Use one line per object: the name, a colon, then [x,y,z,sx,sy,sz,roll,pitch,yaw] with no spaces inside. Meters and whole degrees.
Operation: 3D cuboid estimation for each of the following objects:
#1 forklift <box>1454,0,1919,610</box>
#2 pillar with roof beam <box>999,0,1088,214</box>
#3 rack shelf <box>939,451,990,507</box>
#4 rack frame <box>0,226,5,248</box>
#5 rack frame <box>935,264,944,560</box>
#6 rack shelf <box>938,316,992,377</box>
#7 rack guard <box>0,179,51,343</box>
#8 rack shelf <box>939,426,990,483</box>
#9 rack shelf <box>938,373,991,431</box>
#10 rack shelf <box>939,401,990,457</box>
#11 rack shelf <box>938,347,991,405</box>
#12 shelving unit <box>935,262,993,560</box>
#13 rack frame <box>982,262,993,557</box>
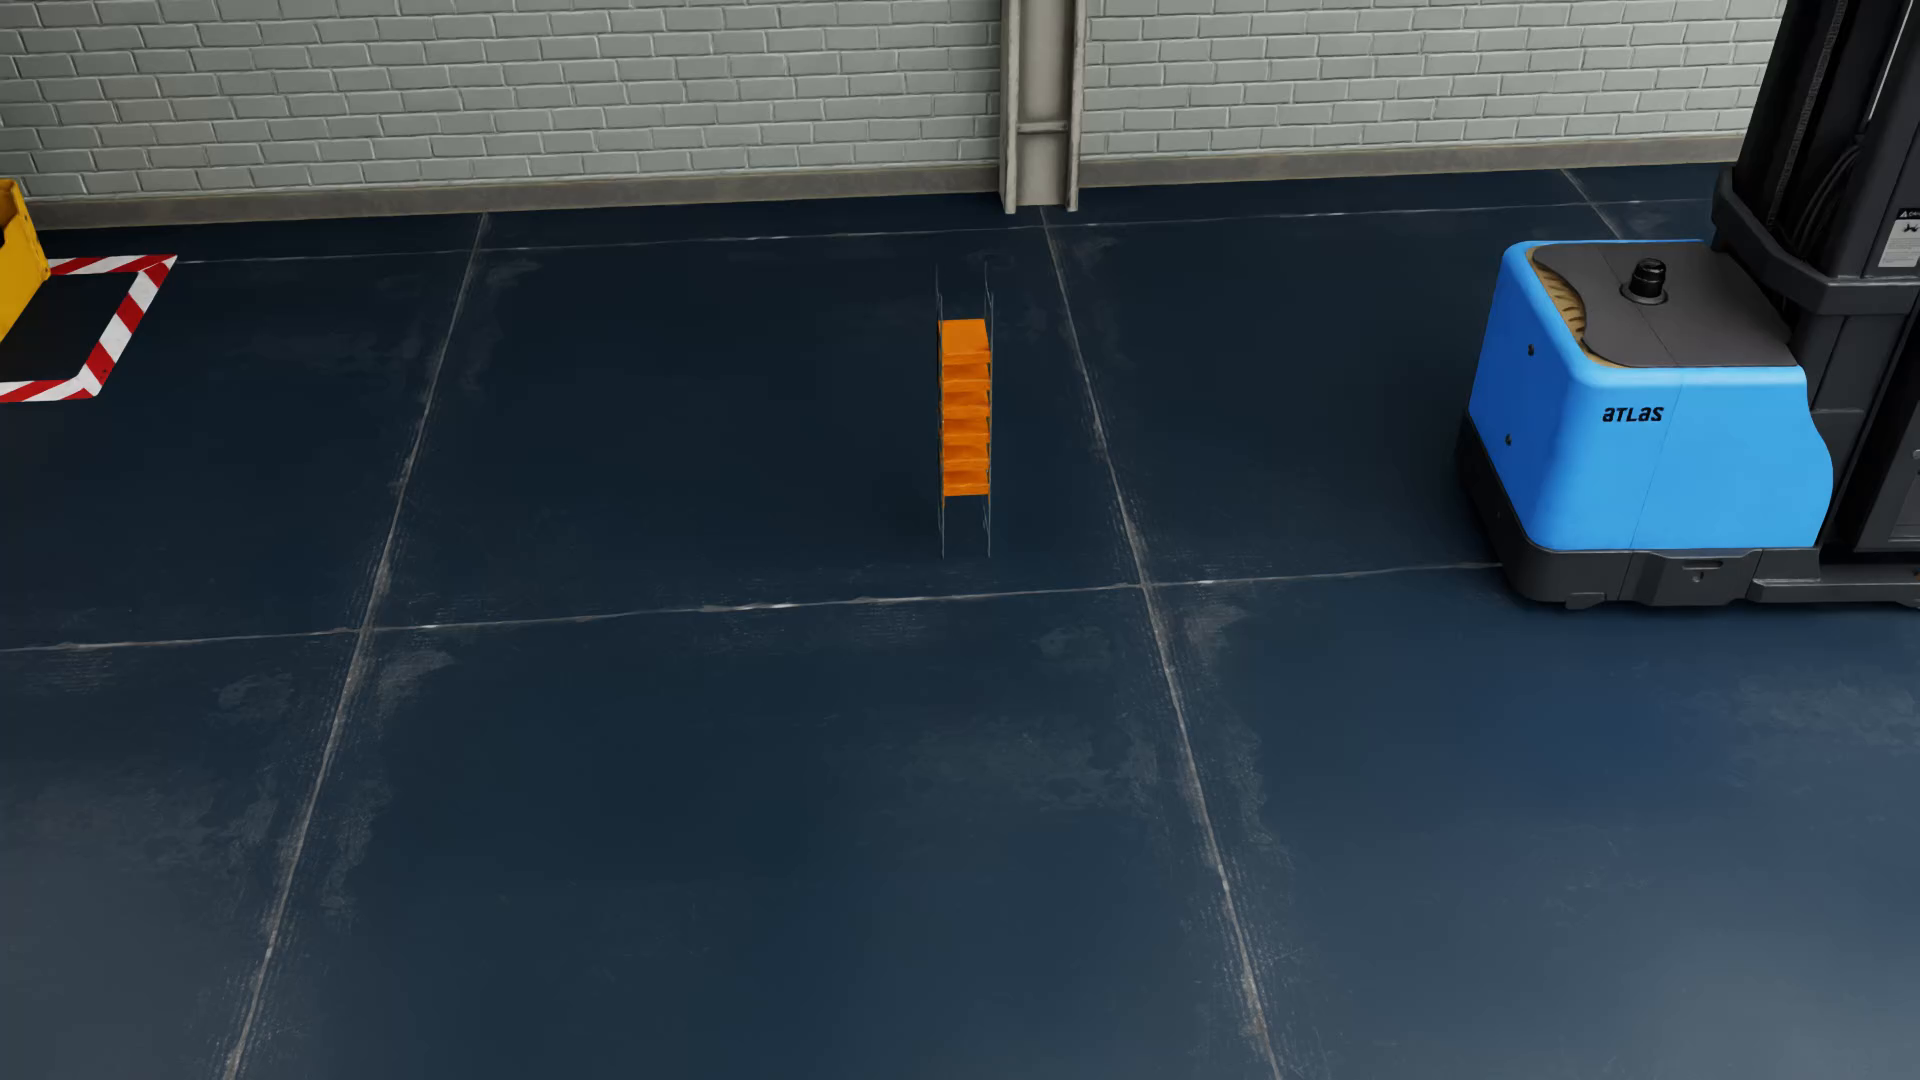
forklift: [3.629,-1.204,5.910,3.031,2.935,1.130,-1,38,-1]
pillar with roof beam: [0.808,-2.743,2.962,0.400,9.000,9.100,-3,38,-4]
rack shelf: [0.014,-0.249,6.556,0.180,0.103,0.258,-3,38,-4]
rack frame: [-4.777,-2.197,7.113,0.127,3.000,1.000,-3,38,-4]
rack frame: [-0.077,-0.467,6.373,0.006,1.200,0.240,-3,38,-4]
rack shelf: [0.014,-0.720,6.184,0.180,0.103,0.258,-3,38,-4]
rack guard: [-4.753,-1.217,7.889,0.348,0.500,1.175,-3,38,-4]
rack shelf: [0.014,-0.343,6.481,0.180,0.103,0.258,-3,38,-4]
rack shelf: [0.014,-0.531,6.333,0.180,0.103,0.258,-3,38,-4]
rack shelf: [0.014,-0.437,6.407,0.180,0.103,0.258,-3,38,-4]
rack shelf: [0.014,-0.625,6.258,0.180,0.103,0.258,-3,38,-4]
shelving unit: [0.014,-0.472,6.379,0.189,1.200,0.258,-3,38,-4]
rack frame: [0.106,-0.477,6.386,0.006,1.200,0.240,-3,38,-4]
